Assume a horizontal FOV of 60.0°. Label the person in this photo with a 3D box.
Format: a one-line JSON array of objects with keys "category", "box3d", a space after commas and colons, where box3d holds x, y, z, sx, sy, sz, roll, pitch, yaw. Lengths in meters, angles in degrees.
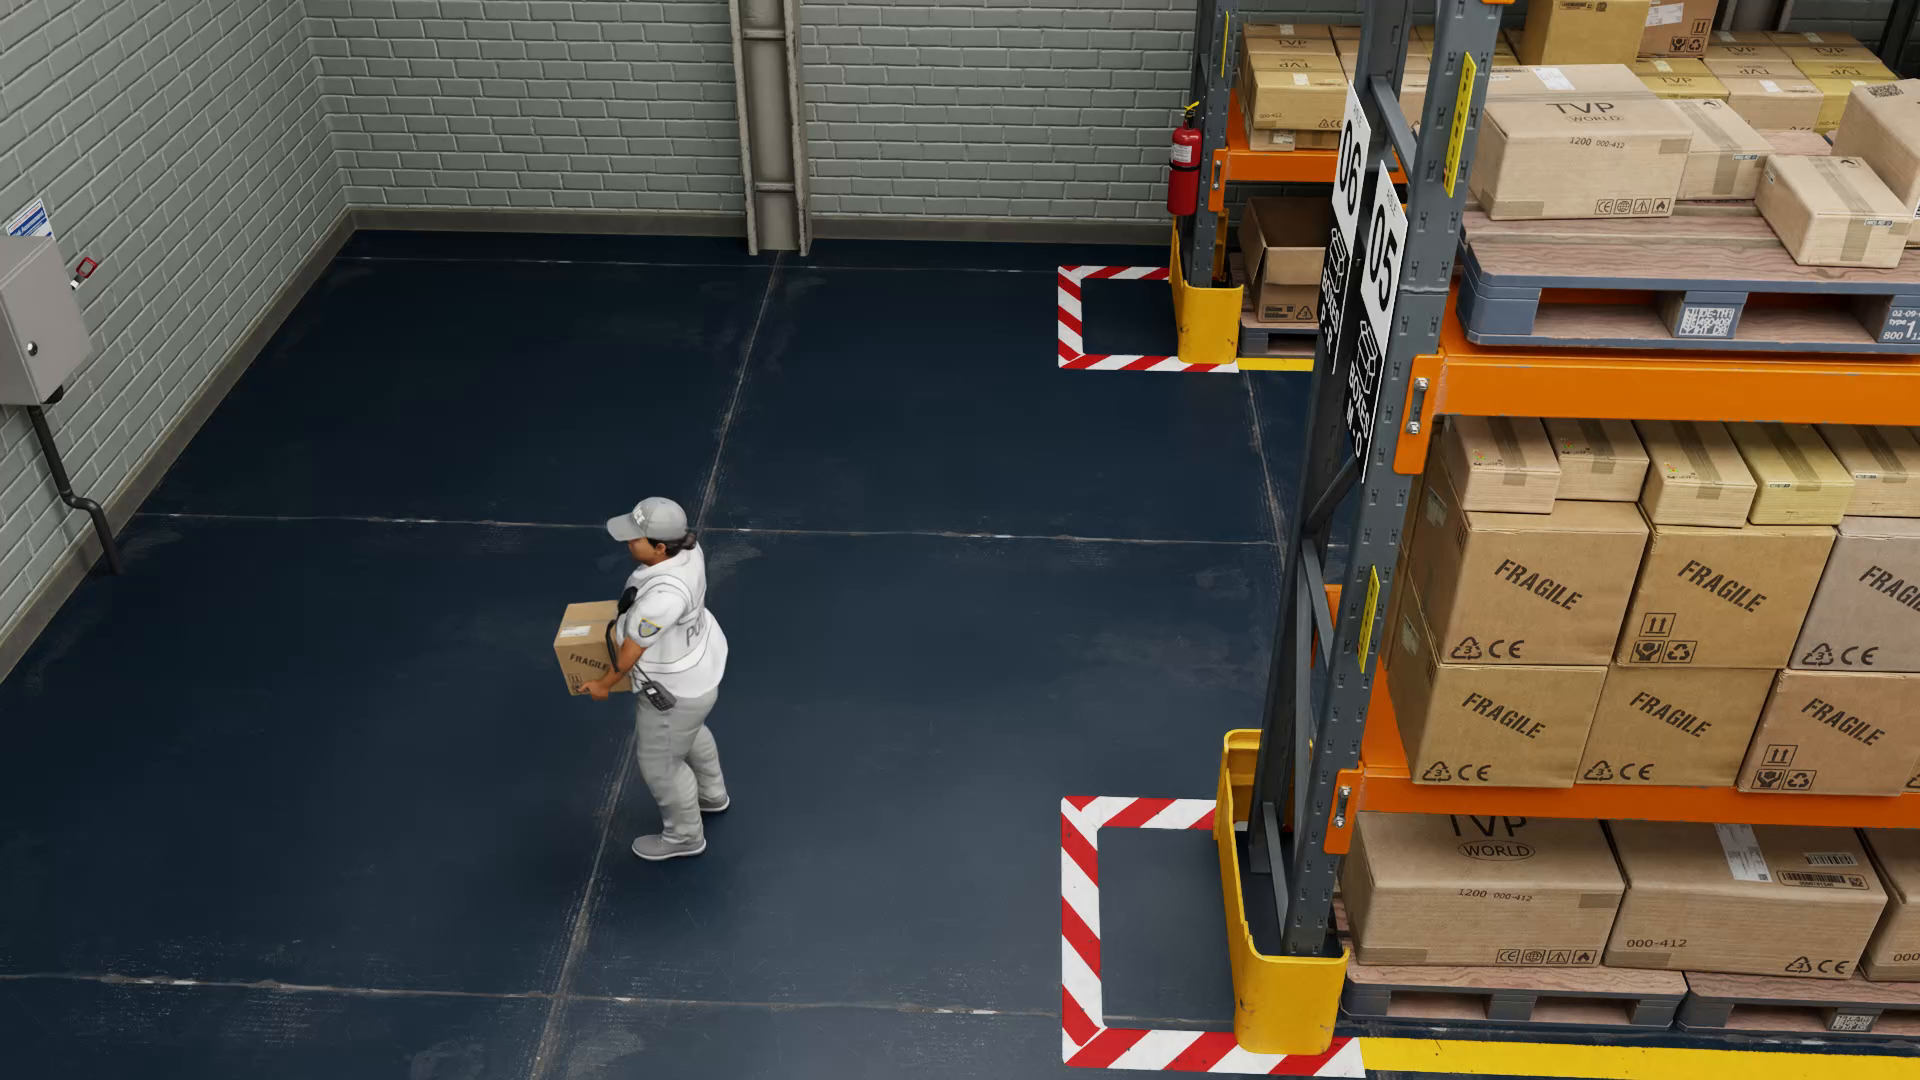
[{"category": "person", "box3d": [-1.166, 0.531, 6.388, 0.542, 1.663, 0.452, 1, 36, 1]}]
